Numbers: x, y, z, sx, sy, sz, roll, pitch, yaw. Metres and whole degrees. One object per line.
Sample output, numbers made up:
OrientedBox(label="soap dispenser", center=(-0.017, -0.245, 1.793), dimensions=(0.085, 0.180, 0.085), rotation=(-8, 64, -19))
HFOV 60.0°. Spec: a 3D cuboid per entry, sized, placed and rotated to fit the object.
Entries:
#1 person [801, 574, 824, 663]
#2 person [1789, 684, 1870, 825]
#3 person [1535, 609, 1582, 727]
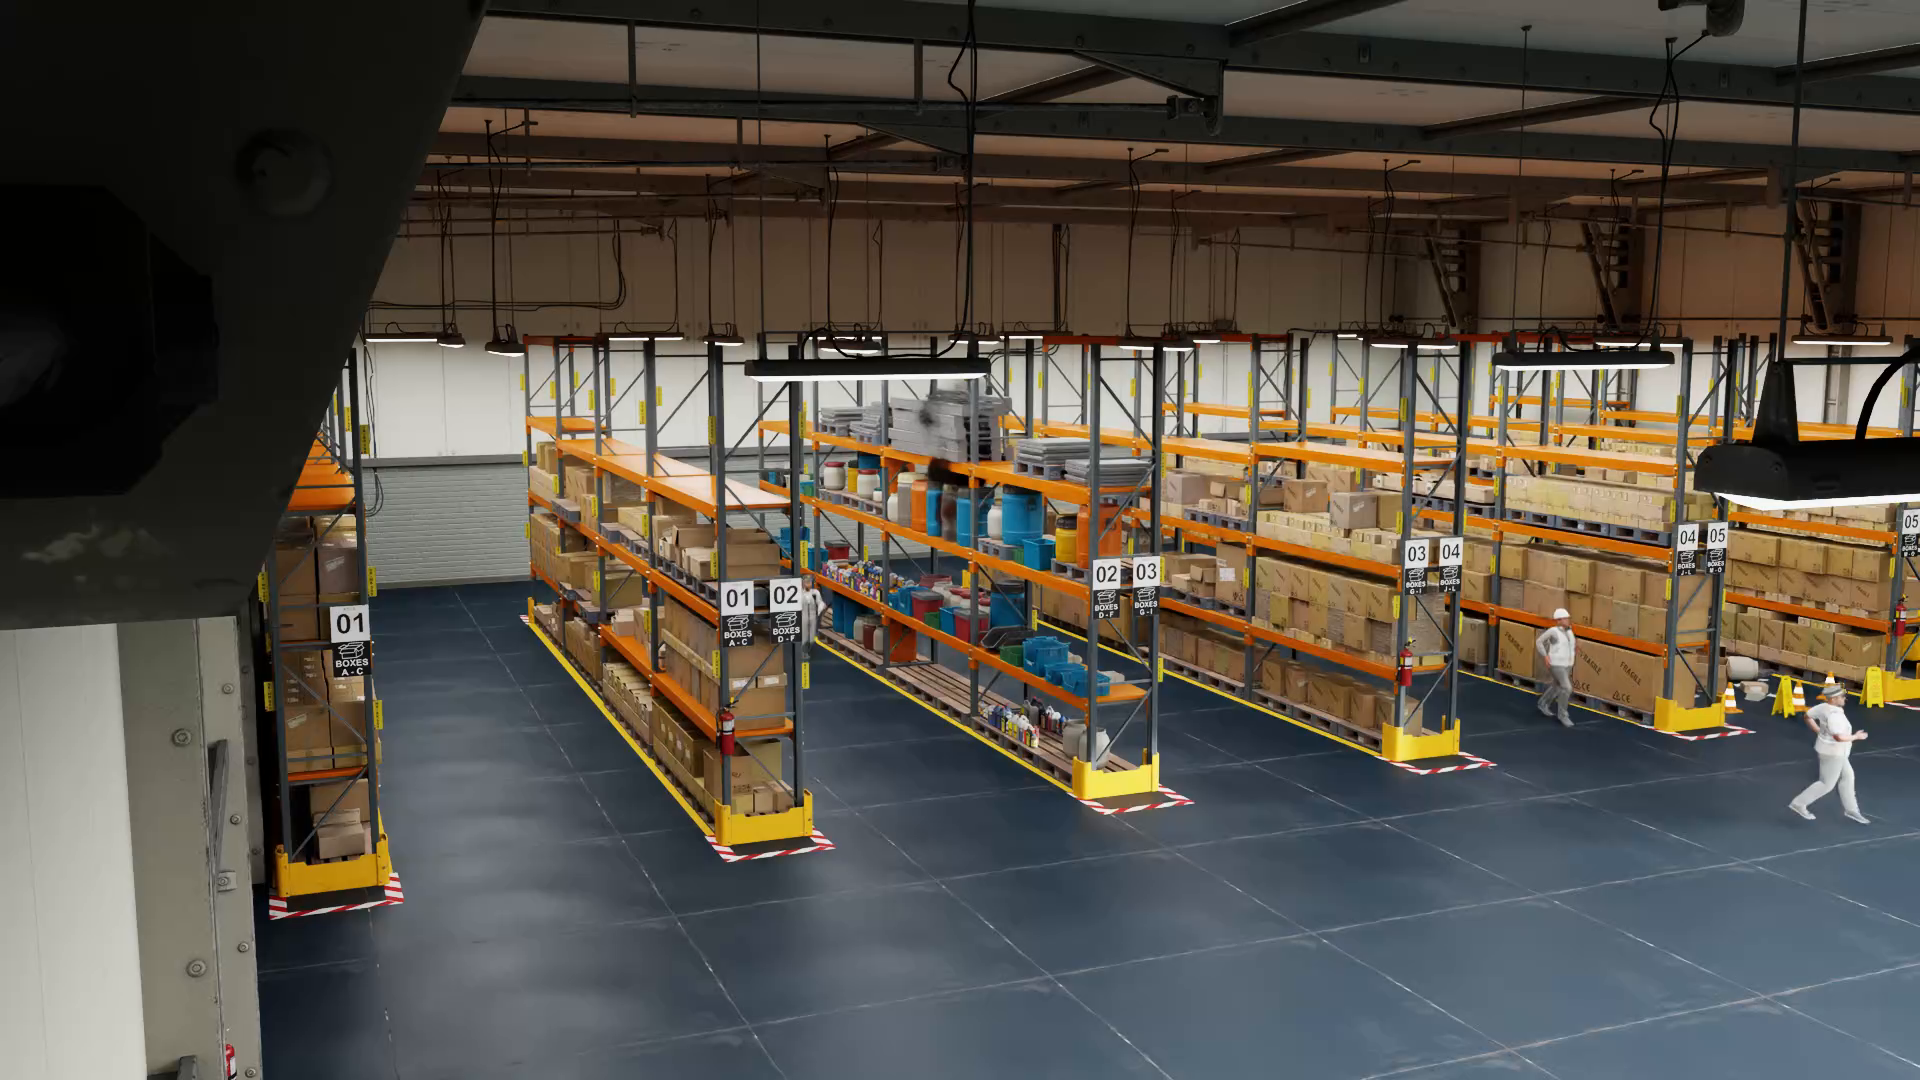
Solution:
OrientedBox(label="person", center=(-2.699, 1.434, 29.506), dimensions=(0.617, 1.688, 0.635), rotation=(-3, 8, -21))
OrientedBox(label="person", center=(10.972, 2.687, 20.889), dimensions=(0.969, 1.800, 0.669), rotation=(2, 8, 17))
OrientedBox(label="person", center=(9.417, 1.980, 26.156), dimensions=(0.636, 1.823, 0.769), rotation=(-6, 9, -36))
